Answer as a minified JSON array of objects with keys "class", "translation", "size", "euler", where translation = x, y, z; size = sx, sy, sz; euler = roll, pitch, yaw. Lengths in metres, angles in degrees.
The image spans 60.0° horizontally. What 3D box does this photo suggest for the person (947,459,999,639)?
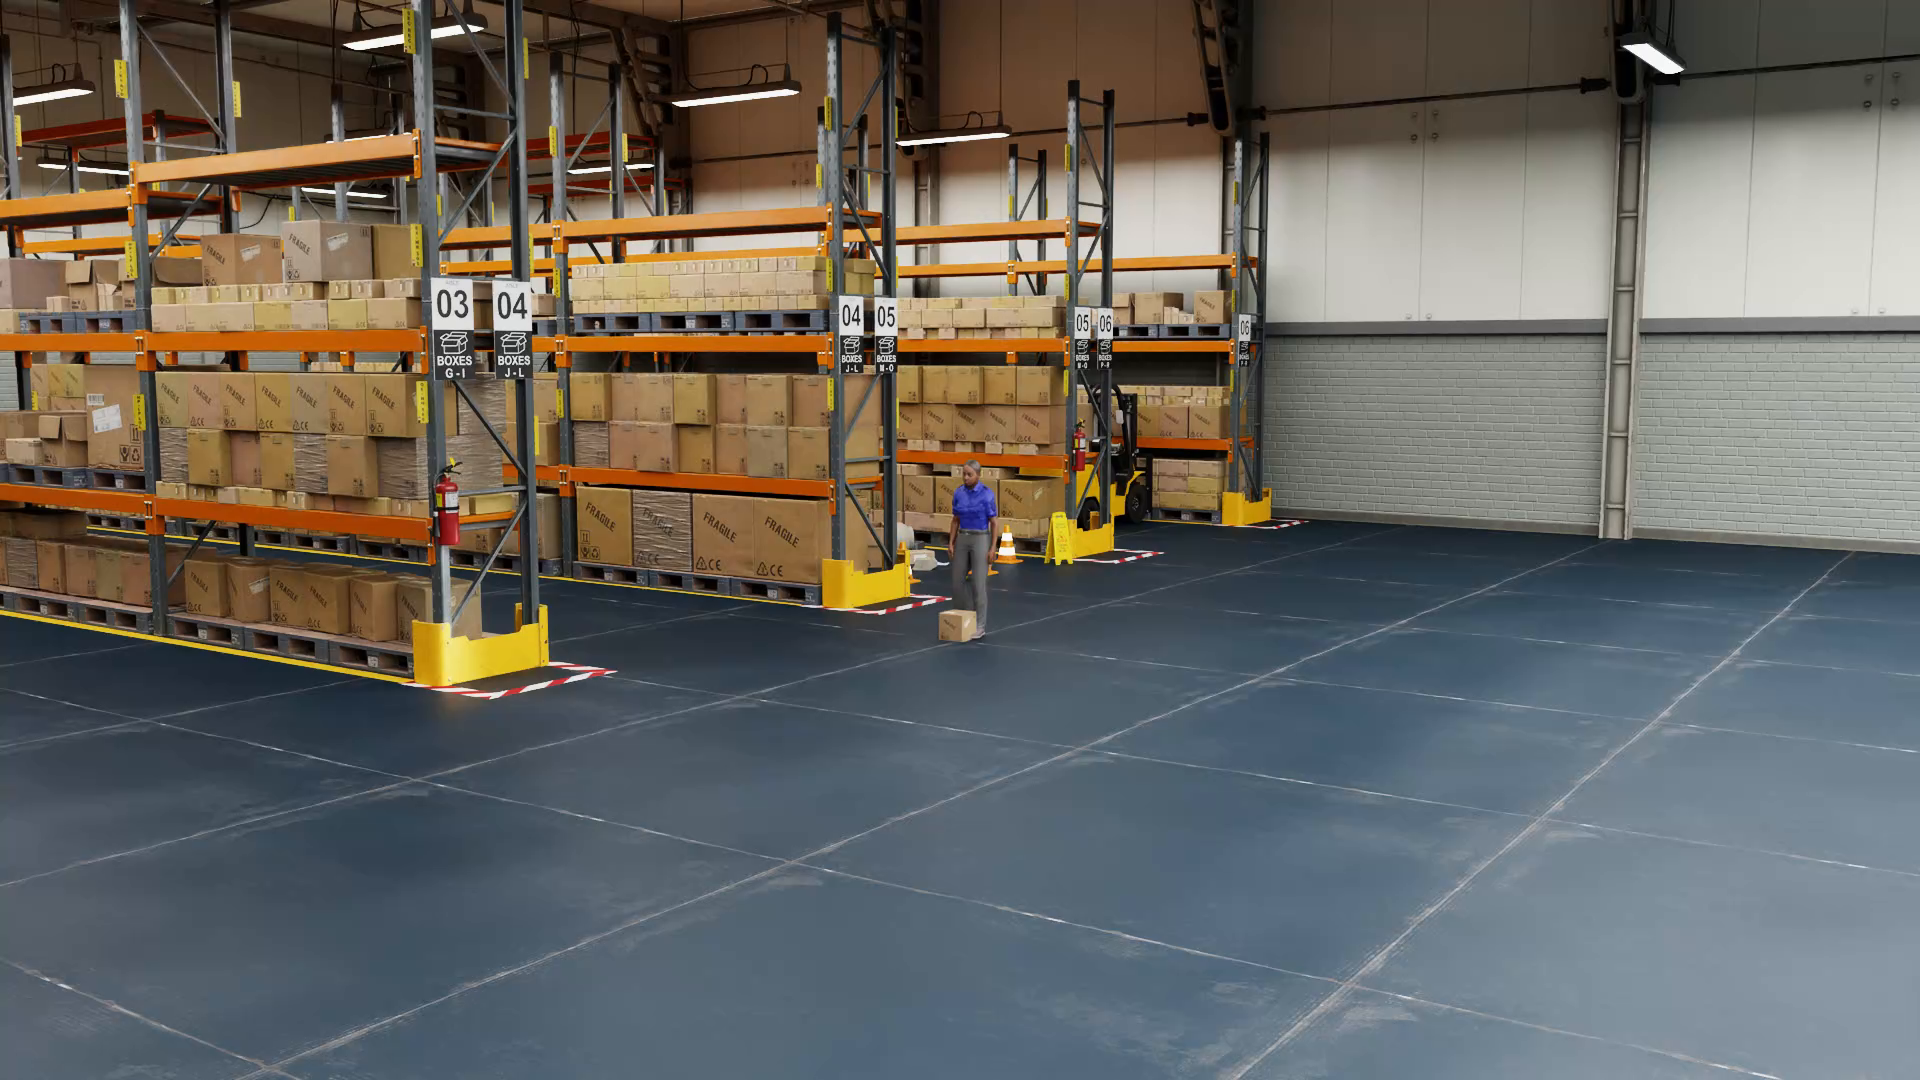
[{"class":"person","translation":[0.092,0.072,15.389],"size":[0.530,1.654,0.403],"euler":[4,7,30]}]
